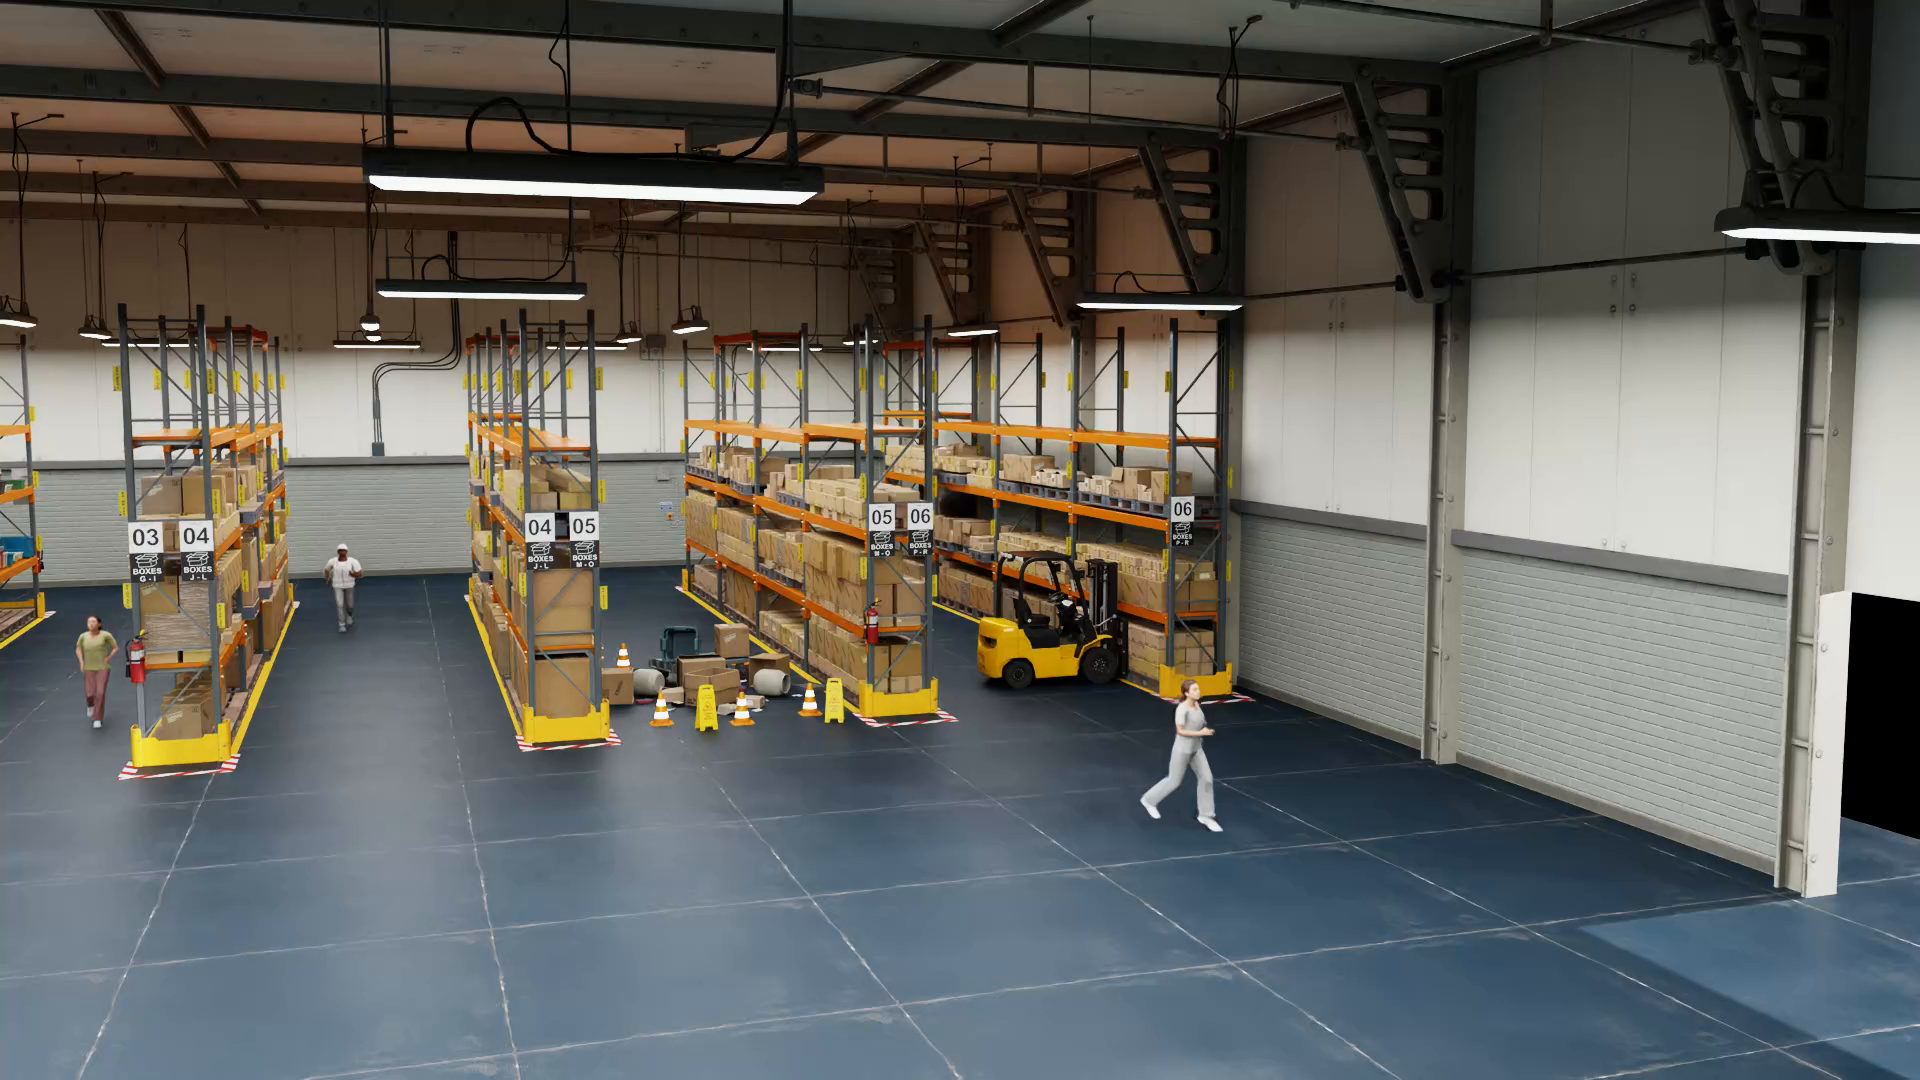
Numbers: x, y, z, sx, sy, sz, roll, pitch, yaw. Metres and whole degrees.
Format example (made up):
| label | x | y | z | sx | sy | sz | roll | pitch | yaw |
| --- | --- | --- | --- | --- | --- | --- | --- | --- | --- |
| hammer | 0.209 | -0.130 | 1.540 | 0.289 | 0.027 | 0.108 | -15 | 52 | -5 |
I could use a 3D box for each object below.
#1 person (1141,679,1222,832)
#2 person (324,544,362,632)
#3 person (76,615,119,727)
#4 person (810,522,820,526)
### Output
| label | x | y | z | sx | sy | sz | roll | pitch | yaw |
| --- | --- | --- | --- | --- | --- | --- | --- | --- | --- |
| person | 2.522 | 2.395 | 18.740 | 0.955 | 1.695 | 0.575 | 4 | 7 | 39 |
| person | -12.394 | 0.943 | 33.438 | 0.710 | 1.747 | 0.968 | -2 | 6 | -21 |
| person | -12.597 | 1.895 | 24.304 | 0.574 | 1.639 | 0.585 | -2 | 6 | -19 |
| person | -3.395 | 0.315 | 37.386 | 0.735 | 1.918 | 0.809 | -2 | 6 | -19 |
